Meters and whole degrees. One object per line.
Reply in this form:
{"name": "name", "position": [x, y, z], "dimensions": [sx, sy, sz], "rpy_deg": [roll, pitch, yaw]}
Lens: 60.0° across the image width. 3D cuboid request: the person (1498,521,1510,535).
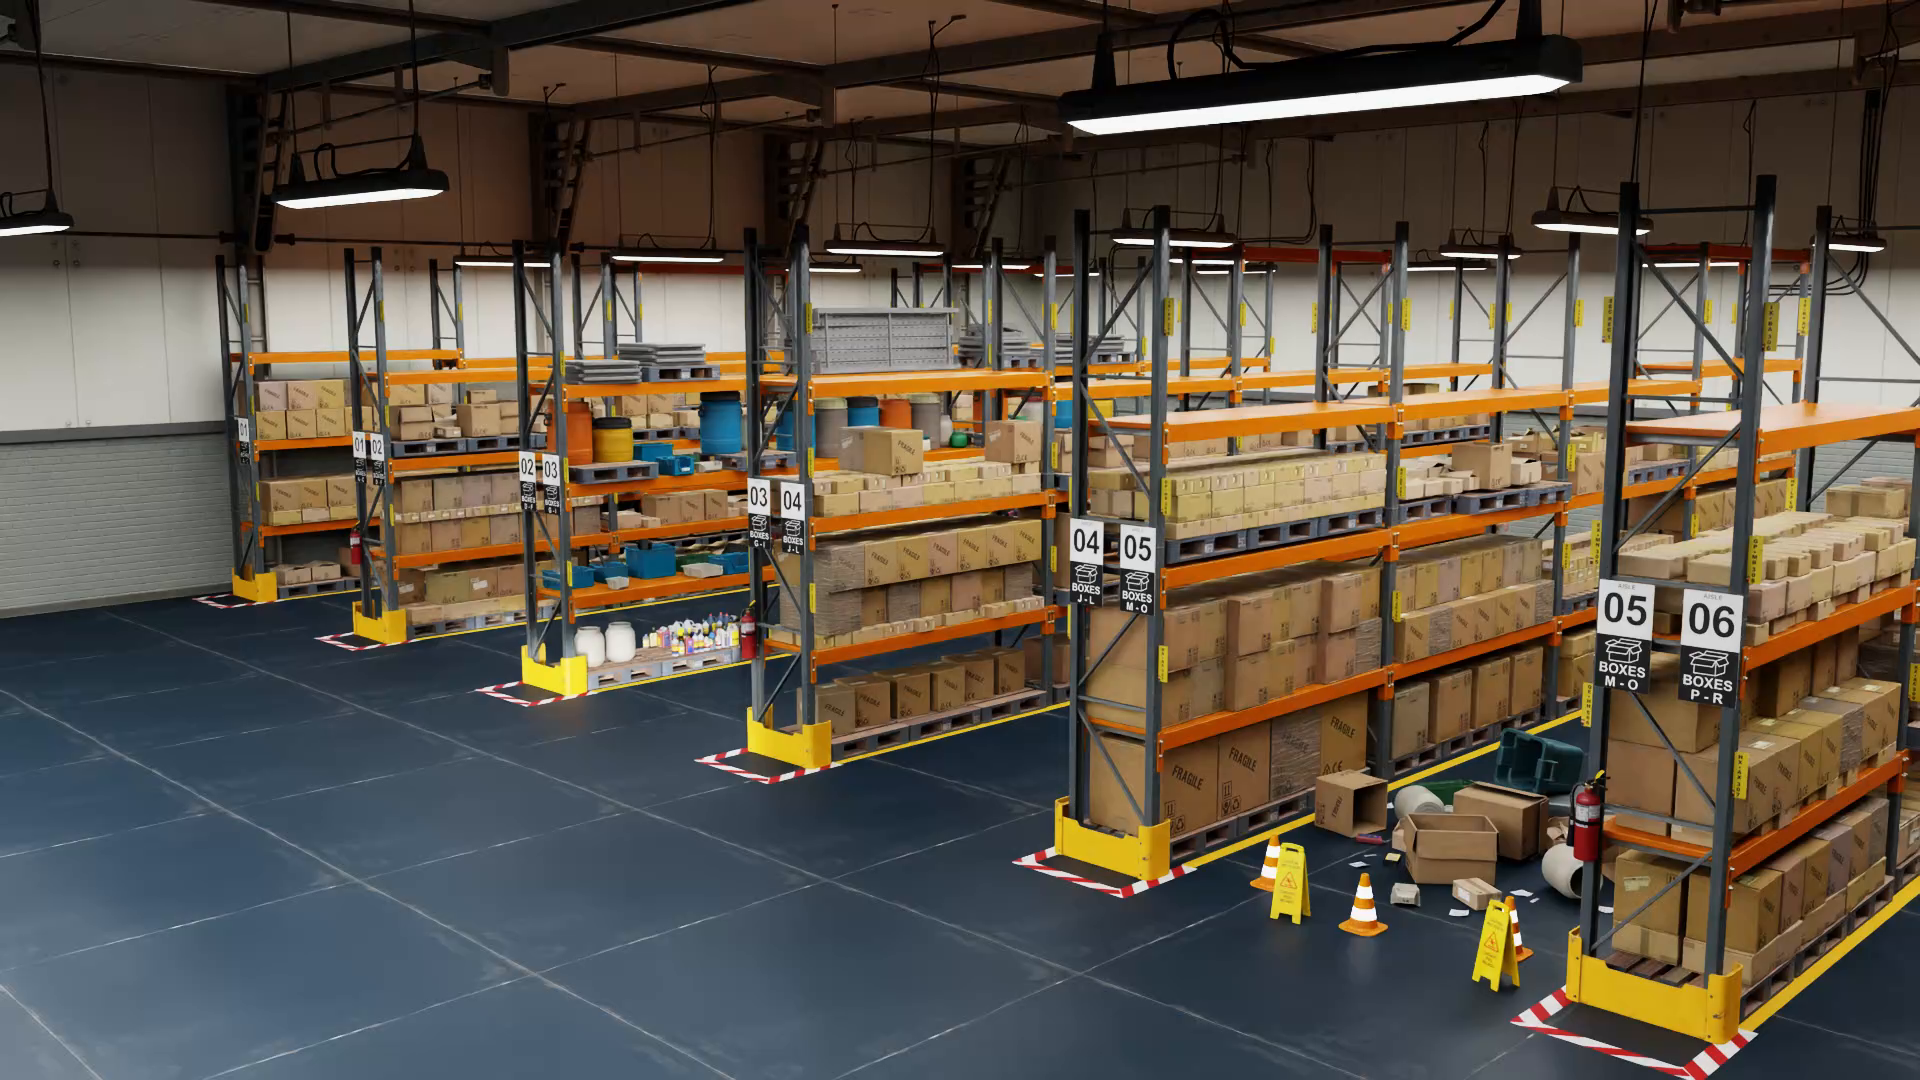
{"name": "person", "position": [10.500, -0.343, 32.649], "dimensions": [0.530, 1.760, 0.673], "rpy_deg": [-1, 8, -4]}
